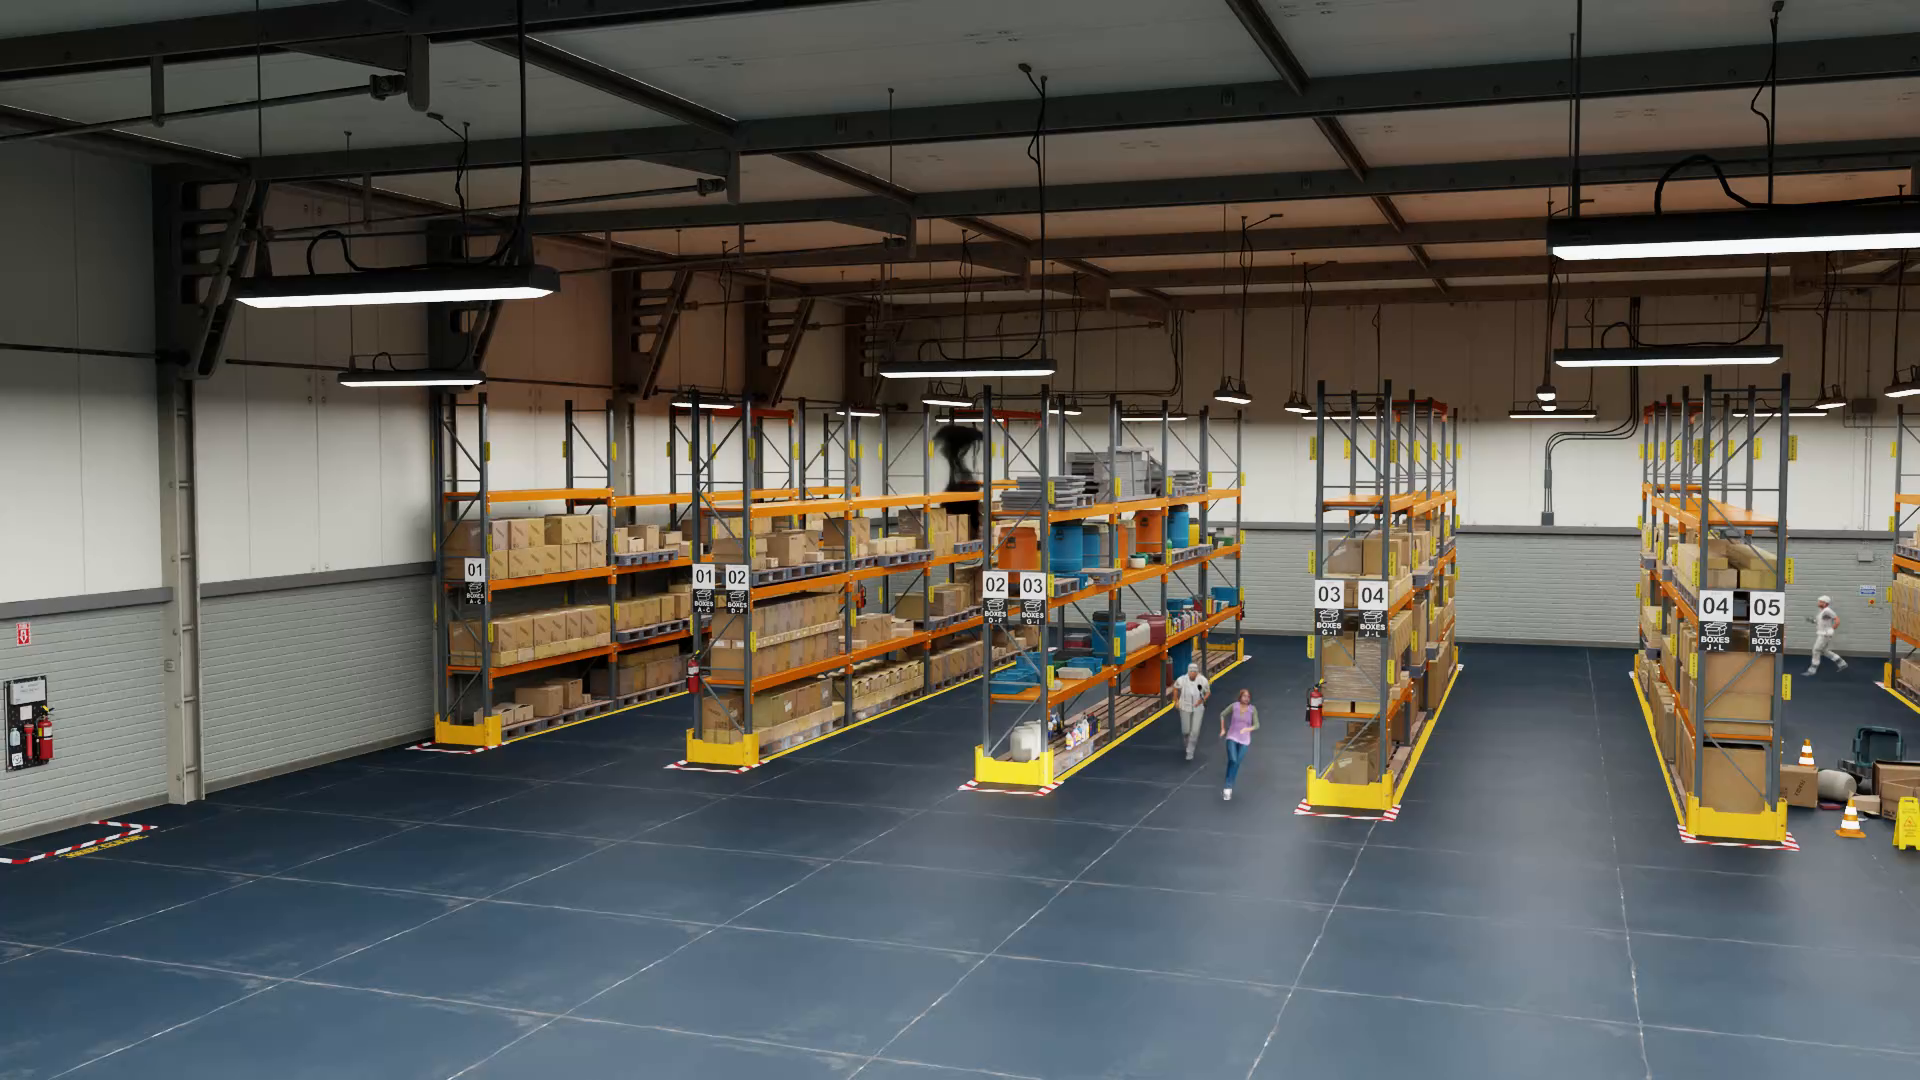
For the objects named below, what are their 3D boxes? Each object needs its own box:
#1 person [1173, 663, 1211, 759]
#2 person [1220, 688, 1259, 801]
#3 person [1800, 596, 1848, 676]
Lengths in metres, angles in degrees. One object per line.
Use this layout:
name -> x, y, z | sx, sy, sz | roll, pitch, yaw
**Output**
person -> 3.783, 2.784, 27.140 | 0.597, 1.601, 0.738 | 0, 3, 3
person -> 4.054, 2.932, 24.114 | 0.548, 1.573, 0.683 | 0, 3, 2
person -> 19.136, 2.120, 36.765 | 0.961, 1.781, 0.671 | 1, 3, 20
